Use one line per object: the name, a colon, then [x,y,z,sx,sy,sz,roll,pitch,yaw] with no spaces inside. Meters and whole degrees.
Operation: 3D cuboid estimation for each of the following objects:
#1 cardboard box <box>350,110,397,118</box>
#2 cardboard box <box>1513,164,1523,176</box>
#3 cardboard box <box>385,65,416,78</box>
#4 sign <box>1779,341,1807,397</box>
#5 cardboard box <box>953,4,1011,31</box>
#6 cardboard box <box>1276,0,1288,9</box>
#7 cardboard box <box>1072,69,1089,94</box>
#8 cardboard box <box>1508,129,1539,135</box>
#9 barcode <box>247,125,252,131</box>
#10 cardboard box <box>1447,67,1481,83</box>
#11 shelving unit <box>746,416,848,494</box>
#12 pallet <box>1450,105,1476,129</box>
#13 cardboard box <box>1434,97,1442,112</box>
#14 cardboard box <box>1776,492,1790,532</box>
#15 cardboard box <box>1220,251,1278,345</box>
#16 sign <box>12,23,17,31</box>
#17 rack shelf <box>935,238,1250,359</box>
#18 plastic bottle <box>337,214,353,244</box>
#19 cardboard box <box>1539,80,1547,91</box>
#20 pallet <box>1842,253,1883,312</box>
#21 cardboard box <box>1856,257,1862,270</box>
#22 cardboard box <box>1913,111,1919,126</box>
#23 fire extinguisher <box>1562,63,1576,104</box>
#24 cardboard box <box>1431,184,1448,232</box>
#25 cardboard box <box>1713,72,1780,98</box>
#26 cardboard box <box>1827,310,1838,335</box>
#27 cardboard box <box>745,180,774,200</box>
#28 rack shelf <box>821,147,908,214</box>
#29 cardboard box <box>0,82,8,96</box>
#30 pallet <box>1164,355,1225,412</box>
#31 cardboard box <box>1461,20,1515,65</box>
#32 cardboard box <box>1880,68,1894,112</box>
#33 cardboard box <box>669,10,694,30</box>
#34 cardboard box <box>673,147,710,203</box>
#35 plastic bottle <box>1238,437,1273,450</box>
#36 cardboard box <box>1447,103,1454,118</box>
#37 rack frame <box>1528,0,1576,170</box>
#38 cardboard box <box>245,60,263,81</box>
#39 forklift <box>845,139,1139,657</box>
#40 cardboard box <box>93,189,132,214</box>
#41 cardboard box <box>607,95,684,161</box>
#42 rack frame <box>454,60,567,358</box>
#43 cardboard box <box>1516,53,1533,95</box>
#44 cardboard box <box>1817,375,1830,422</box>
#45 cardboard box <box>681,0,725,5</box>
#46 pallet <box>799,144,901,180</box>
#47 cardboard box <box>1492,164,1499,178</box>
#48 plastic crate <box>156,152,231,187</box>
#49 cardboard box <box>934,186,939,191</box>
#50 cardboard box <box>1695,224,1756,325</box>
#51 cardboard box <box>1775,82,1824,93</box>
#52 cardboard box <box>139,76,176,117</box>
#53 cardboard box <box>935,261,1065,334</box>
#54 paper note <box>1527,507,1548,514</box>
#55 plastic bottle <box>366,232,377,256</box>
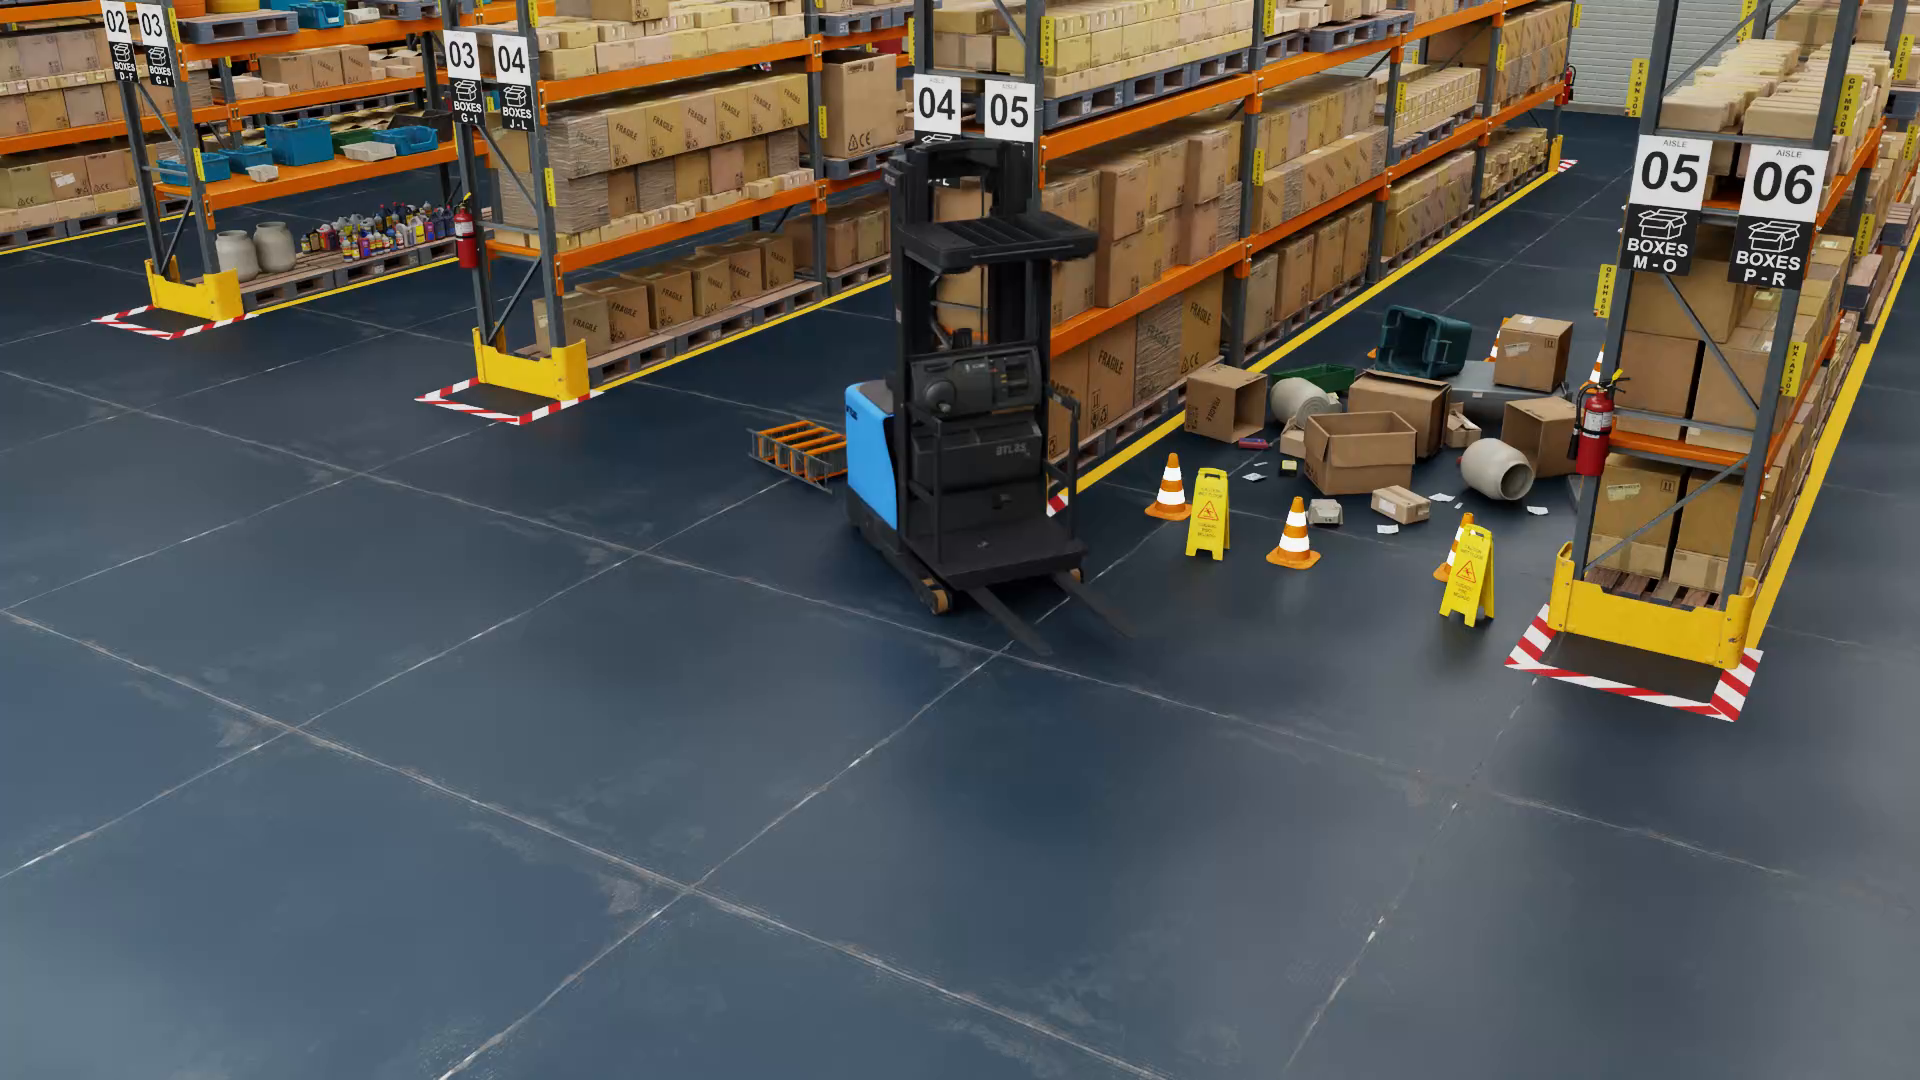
cardboard box: [-9.022,-6.461,25.625,0.500,0.311,0.500,13,27,28]
cardboard box: [7.844,-5.327,23.839,0.380,0.149,0.250,14,27,30]
cardboard box: [-8.466,-7.090,25.168,0.380,0.149,0.250,14,27,29]
sign: [4.848,-0.996,9.686,0.100,0.325,0.005,14,27,29]
cardboard box: [0.151,-3.850,12.251,0.380,0.149,0.250,14,27,29]
cardboard box: [2.976,-5.278,16.348,0.500,0.311,0.500,13,26,27]
cardboard box: [0.716,-3.350,12.100,0.380,0.149,0.250,14,27,29]
cardboard box: [8.323,-5.969,24.573,0.380,0.149,0.250,14,27,30]
barcode: [-9.848,-5.711,23.051,0.001,0.075,0.075,14,27,29]
cardboard box: [6.413,-5.940,21.234,0.380,0.149,0.250,15,28,31]
shelving unit: [-1.190,-0.702,13.519,0.503,0.258,1.200,-18,28,-36]
pallet: [5.932,-5.451,21.306,1.003,0.211,1.213,14,27,29]
cardboard box: [5.591,-5.278,20.079,0.380,0.149,0.250,15,28,31]
cardboard box: [5.601,-0.215,11.904,0.500,0.250,0.500,16,28,32]
cardboard box: [2.490,-2.455,16.448,1.050,0.750,0.750,14,27,29]
sign: [-14.081,-7.540,24.801,0.100,0.325,0.005,14,27,29]
rack shelf: [1.184,-2.061,14.140,1.077,0.370,4.000,14,27,29]
plastic bottle: [-7.330,-3.708,19.821,0.144,0.351,0.185,15,28,31]
cardboard box: [8.239,-6.577,23.982,0.380,0.149,0.250,15,27,30]
pallet: [7.024,-2.202,13.803,1.003,0.211,1.213,14,27,29]
cardboard box: [7.197,-2.343,13.674,0.380,0.149,0.250,14,27,30]
cardboard box: [9.615,-4.374,17.193,0.500,0.500,0.500,15,27,30]
fire extinguisher: [9.093,-6.898,24.975,0.296,0.674,0.183,14,27,29]
cardboard box: [5.737,-4.164,20.710,0.500,0.500,0.500,13,27,28]
cardboard box: [5.076,-2.924,10.764,0.380,0.149,0.250,13,27,27]
cardboard box: [6.461,-1.689,12.693,0.380,0.149,0.250,15,27,30]
cardboard box: [-2.146,-3.628,17.171,0.380,0.149,0.250,14,27,29]
rack shelf: [-0.867,-4.484,19.739,1.077,0.370,4.000,14,27,29]
cardboard box: [-11.786,-5.471,20.170,0.380,0.149,0.250,14,27,29]
pallet: [1.771,-1.546,15.555,1.003,0.211,1.213,14,27,29]
cardboard box: [6.904,-6.508,21.750,0.500,0.500,0.500,15,27,30]
cardboard box: [6.492,-3.301,12.138,0.500,0.250,0.500,14,27,28]
cardboard box: [-2.756,-4.941,15.800,0.380,0.149,0.250,13,26,27]
cardboard box: [-2.982,-3.672,16.455,0.875,0.500,0.500,14,27,29]
plastic bottle: [2.498,-0.812,14.048,0.283,0.061,0.133,5,24,11]
cardboard box: [5.873,-5.317,20.544,0.380,0.149,0.250,13,26,27]
rack frame: [8.569,-7.116,24.912,1.000,3.000,0.127,14,27,29]
cardboard box: [-11.937,-8.030,29.202,0.750,0.750,0.750,13,27,28]
forklift: [0.200,-1.043,10.969,1.130,2.935,3.031,-10,25,-22]
cardboard box: [-11.181,-4.438,21.658,0.500,0.250,0.500,14,27,29]
cardboard box: [-2.978,-3.896,15.714,0.500,0.500,0.500,14,27,29]
rack frame: [-4.032,-2.789,14.918,1.000,3.000,0.127,14,27,29]
cardboard box: [7.485,-6.394,22.743,0.500,0.500,0.500,13,27,28]
cardboard box: [6.772,-1.227,14.088,0.950,0.372,0.625,14,27,30]
cardboard box: [-2.599,-5.393,16.844,0.380,0.149,0.250,14,27,29]
pallet: [-1.395,-4.279,18.600,1.003,0.211,1.213,14,27,29]
cardboard box: [7.222,-5.127,23.002,0.380,0.149,0.250,12,26,26]
plastic crate: [-8.230,-3.991,17.880,0.499,0.251,0.616,14,27,29]
cardboard box: [-0.411,-4.475,20.460,0.500,0.250,0.500,17,29,35]
cardboard box: [4.745,-1.741,10.738,0.700,0.500,0.500,14,27,29]
cardboard box: [5.297,-2.750,10.363,0.380,0.149,0.250,14,27,29]
cardboard box: [-10.837,-5.932,22.051,0.700,0.500,0.500,14,27,28]
cardboard box: [0.286,-1.919,12.719,0.875,0.550,0.550,14,27,29]
paper note: [4.431,-0.233,12.749,0.142,0.019,0.148,5,24,11]
plastic bottle: [-6.838,-3.439,19.300,0.097,0.271,0.097,0,23,0]
